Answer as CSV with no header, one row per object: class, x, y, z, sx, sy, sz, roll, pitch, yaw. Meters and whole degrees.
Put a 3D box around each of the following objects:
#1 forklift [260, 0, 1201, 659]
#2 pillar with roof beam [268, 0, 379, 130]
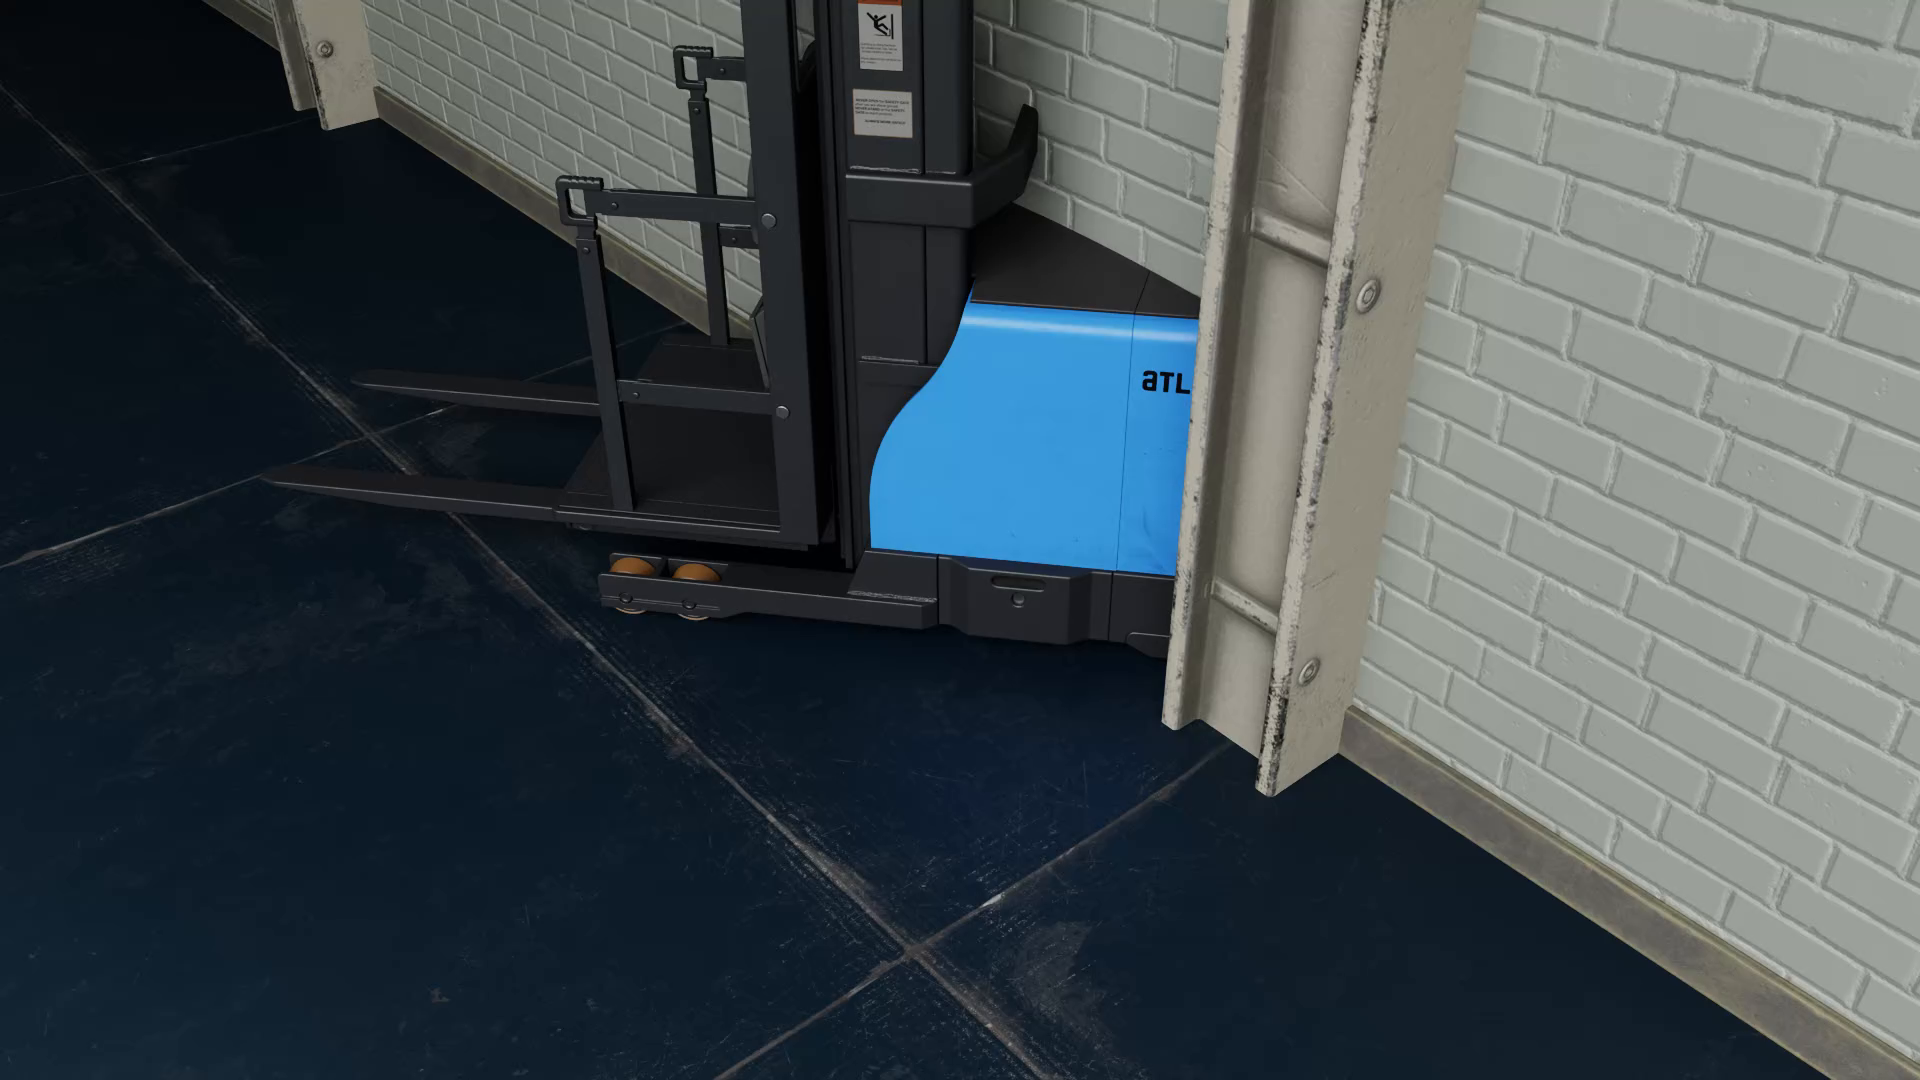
forklift,-0.616,-1.254,4.485,3.031,2.935,1.130,5,36,8
pillar with roof beam,-6.368,-4.192,3.383,9.100,9.000,0.400,-26,43,-32
